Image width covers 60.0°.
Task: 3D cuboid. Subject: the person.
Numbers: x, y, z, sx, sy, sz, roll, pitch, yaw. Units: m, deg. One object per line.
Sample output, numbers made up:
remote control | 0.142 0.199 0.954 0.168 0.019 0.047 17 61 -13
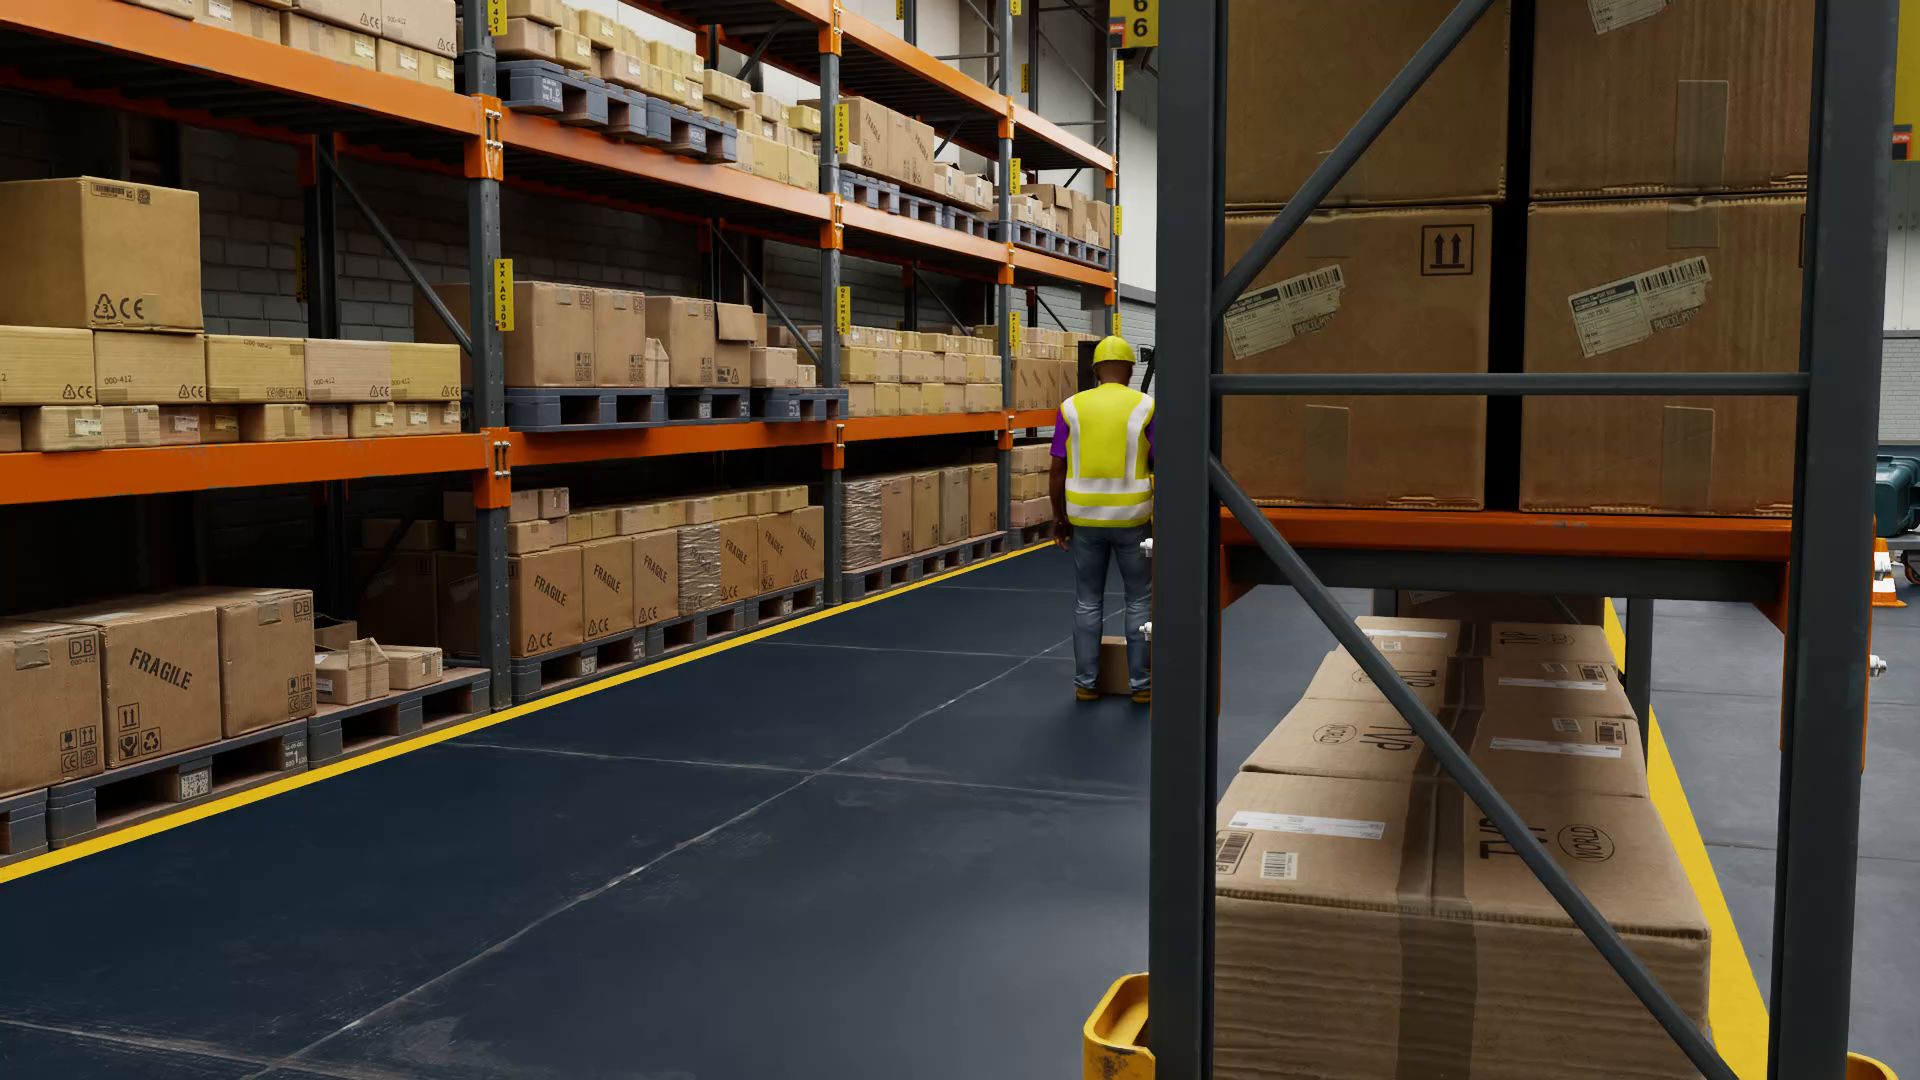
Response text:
person | 0.745 -0.104 8.052 0.626 1.761 0.458 2 5 19
